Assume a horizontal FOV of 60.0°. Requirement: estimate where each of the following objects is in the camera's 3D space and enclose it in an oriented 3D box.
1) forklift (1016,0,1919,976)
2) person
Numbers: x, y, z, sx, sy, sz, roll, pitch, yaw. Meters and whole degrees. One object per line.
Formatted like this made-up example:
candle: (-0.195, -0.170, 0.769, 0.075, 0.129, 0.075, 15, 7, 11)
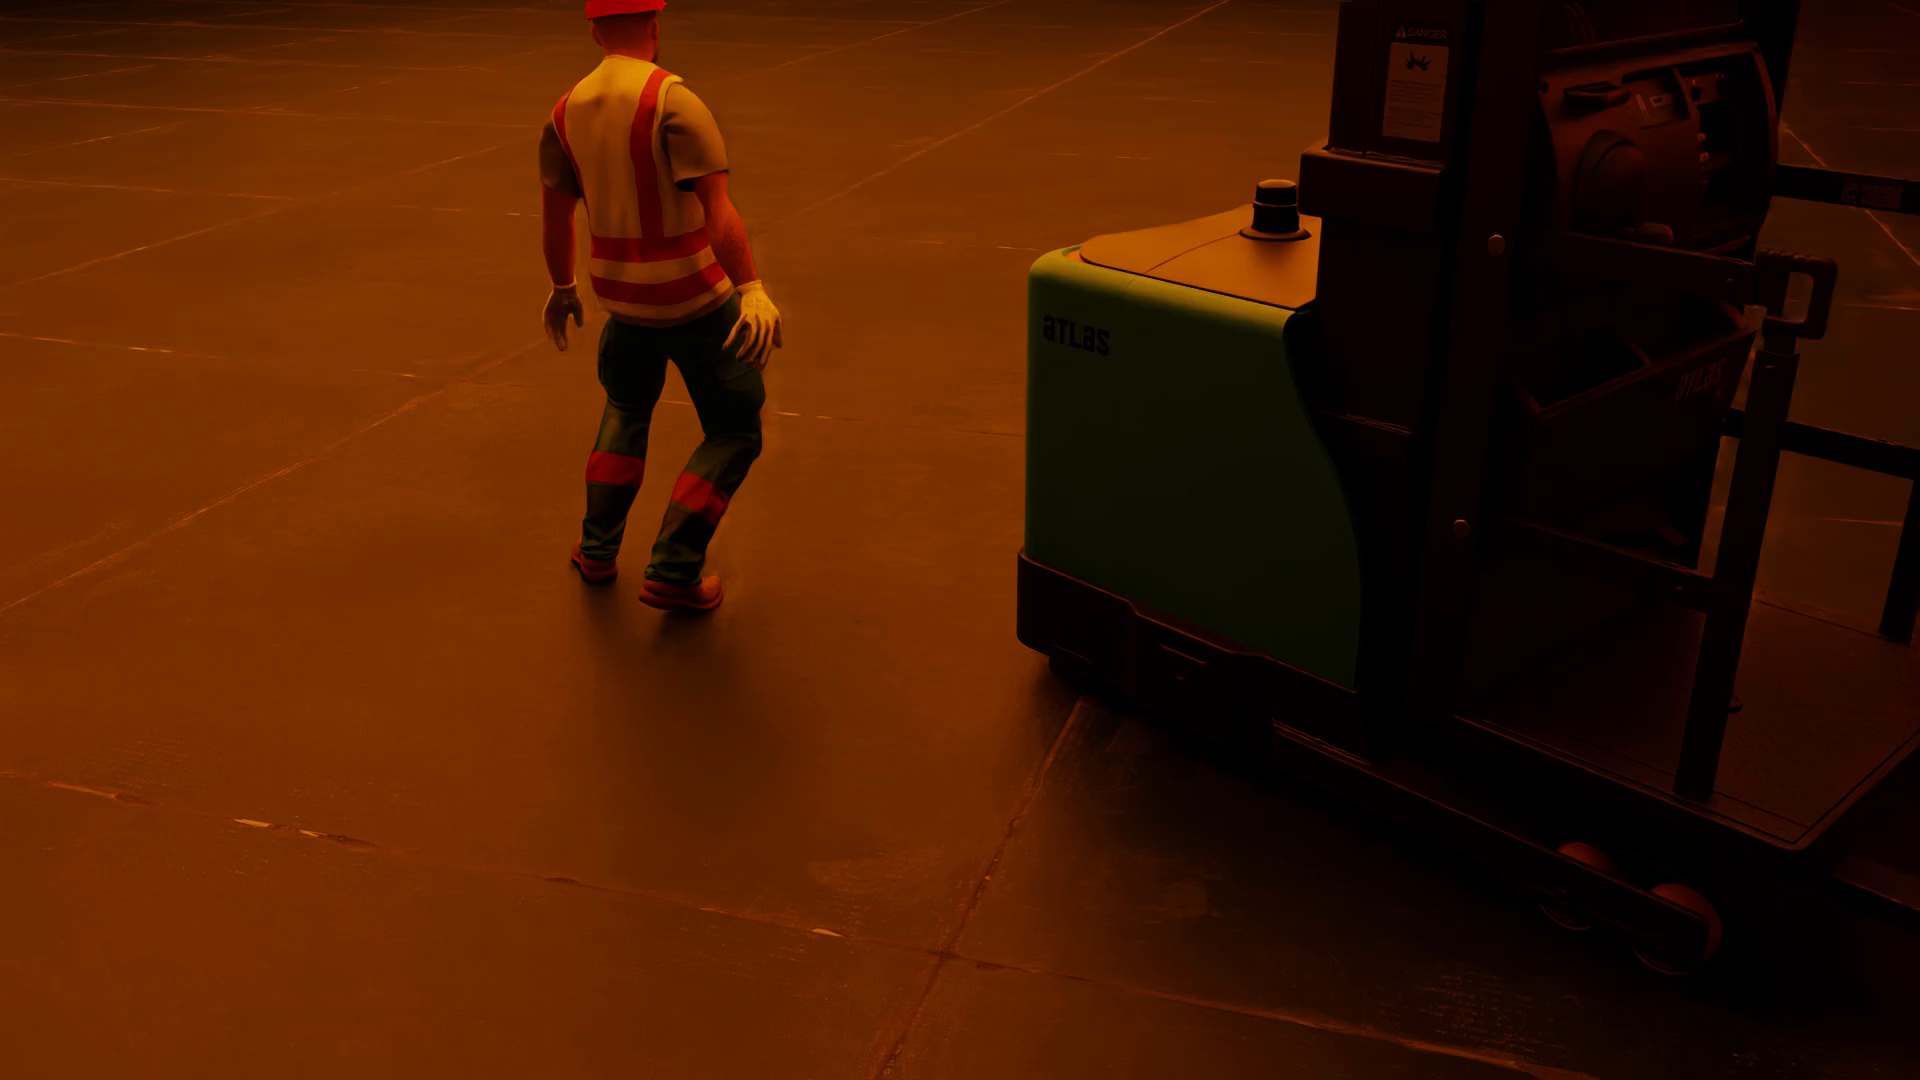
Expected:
forklift: (1.520, -0.757, 3.113, 1.130, 2.935, 3.031, -20, 29, -39)
person: (-0.817, -0.648, 4.461, 0.894, 1.702, 0.496, 15, 27, 32)
